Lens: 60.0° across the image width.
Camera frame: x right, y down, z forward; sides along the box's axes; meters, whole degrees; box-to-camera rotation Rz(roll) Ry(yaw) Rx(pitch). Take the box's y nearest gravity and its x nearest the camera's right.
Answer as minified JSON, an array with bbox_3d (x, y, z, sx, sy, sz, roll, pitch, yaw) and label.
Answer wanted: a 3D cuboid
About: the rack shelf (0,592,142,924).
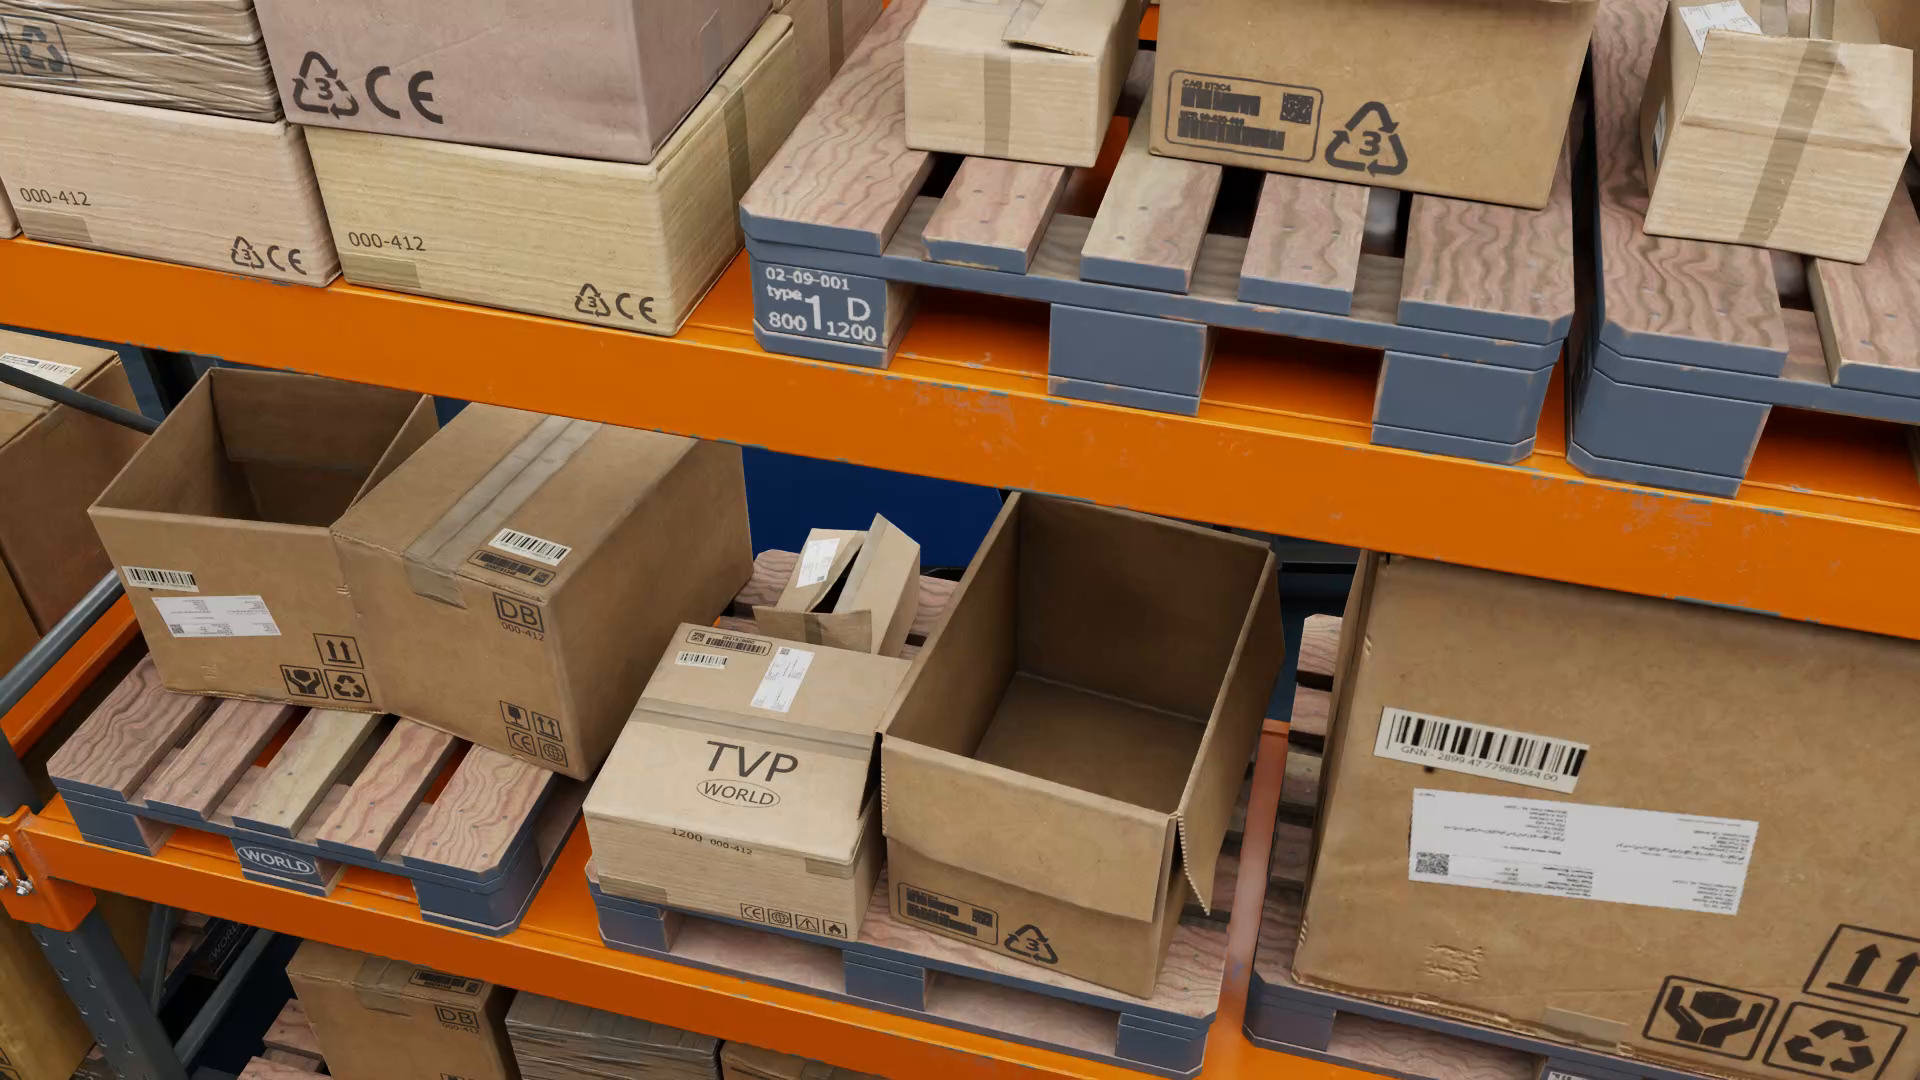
[{"bbox_3d":[-3.865,0.073,4.390,4.000,0.370,1.077,10,41,11],"label":"rack shelf"}]

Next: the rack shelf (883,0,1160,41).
[{"bbox_3d":[1.378,-2.327,7.247,4.000,0.370,1.077,10,41,11],"label":"rack shelf"}]

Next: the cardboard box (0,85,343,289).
[{"bbox_3d":[-1.049,-0.639,2.463,0.500,0.250,0.500,11,41,12],"label":"cardboard box"}]

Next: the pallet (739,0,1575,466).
[{"bbox_3d":[0.359,-0.621,2.471,1.003,0.211,1.213,10,41,11],"label":"pallet"}]

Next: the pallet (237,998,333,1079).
[{"bbox_3d":[-1.179,1.329,4.504,1.213,0.211,1.003,10,41,11],"label":"pallet"}]

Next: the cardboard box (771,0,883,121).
[{"bbox_3d":[-0.444,-0.875,2.744,0.500,0.250,0.500,11,41,13],"label":"cardboard box"}]

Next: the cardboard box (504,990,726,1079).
[{"bbox_3d":[-0.742,1.102,4.207,0.500,0.500,0.700,7,40,8],"label":"cardboard box"}]

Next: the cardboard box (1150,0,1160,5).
[{"bbox_3d":[0.789,-2.564,6.892,0.500,0.500,0.500,10,41,11],"label":"cardboard box"}]

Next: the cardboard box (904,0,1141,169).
[{"bbox_3d":[0.094,-0.674,2.243,0.250,0.166,0.380,9,41,10],"label":"cardboard box"}]

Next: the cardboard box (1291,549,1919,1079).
[{"bbox_3d":[1.199,0.186,2.904,1.000,1.000,1.000,10,41,12],"label":"cardboard box"}]

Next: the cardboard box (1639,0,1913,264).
[{"bbox_3d":[0.997,-0.557,2.026,0.258,0.266,0.396,11,41,13],"label":"cardboard box"}]

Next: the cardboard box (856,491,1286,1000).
[{"bbox_3d":[0.232,0.364,3.077,0.637,0.503,0.797,14,42,16],"label":"cardboard box"}]

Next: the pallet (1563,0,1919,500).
[{"bbox_3d":[1.362,-0.450,2.268,1.003,0.211,1.213,10,41,11],"label":"pallet"}]

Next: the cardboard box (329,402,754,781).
[{"bbox_3d":[-0.836,0.027,3.482,0.500,0.500,0.700,16,42,18],"label":"cardboard box"}]

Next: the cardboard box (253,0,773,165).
[{"bbox_3d":[-0.569,-0.844,2.124,0.500,0.500,0.500,9,41,10],"label":"cardboard box"}]

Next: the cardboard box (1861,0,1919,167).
[{"bbox_3d":[1.502,-0.694,2.004,0.637,0.503,0.797,8,41,9],"label":"cardboard box"}]

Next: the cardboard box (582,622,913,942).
[{"bbox_3d":[-0.374,0.448,3.174,0.500,0.250,0.500,9,41,10],"label":"cardboard box"}]

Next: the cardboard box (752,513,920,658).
[{"bbox_3d":[-0.253,0.130,3.540,0.258,0.266,0.396,9,41,10],"label":"cardboard box"}]

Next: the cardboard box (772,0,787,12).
[{"bbox_3d":[-0.435,-1.154,2.493,0.500,0.500,0.500,10,41,12],"label":"cardboard box"}]

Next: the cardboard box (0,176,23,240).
[{"bbox_3d":[-1.545,-0.725,2.565,0.500,0.250,0.500,10,41,12],"label":"cardboard box"}]

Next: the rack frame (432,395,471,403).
[{"bbox_3d":[-1.980,-0.840,6.084,0.032,1.500,0.500,9,41,11],"label":"rack frame"}]

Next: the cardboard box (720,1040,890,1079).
[{"bbox_3d":[-0.192,1.192,4.100,0.500,0.500,0.700,13,42,15],"label":"cardboard box"}]

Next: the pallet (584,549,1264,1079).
[{"bbox_3d":[-0.011,0.507,3.463,1.213,0.211,1.003,10,41,11],"label":"pallet"}]

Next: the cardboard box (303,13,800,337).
[{"bbox_3d":[-0.550,-0.560,2.368,0.500,0.250,0.500,11,41,12],"label":"cardboard box"}]

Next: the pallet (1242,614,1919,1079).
[{"bbox_3d":[1.230,0.651,3.291,1.213,0.211,1.003,10,41,11],"label":"pallet"}]

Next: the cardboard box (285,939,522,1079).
[{"bbox_3d":[-1.281,1.018,4.307,0.500,0.500,0.700,8,41,9],"label":"cardboard box"}]

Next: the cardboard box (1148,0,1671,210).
[{"bbox_3d":[0.592,-0.850,2.190,0.637,0.503,0.797,11,41,13],"label":"cardboard box"}]

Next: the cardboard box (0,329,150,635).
[{"bbox_3d":[-2.333,-0.158,4.028,0.500,0.500,0.500,11,41,13],"label":"cardboard box"}]

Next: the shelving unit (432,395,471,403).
[{"bbox_3d":[-1.487,-0.760,5.989,1.048,1.500,0.538,9,41,11],"label":"shelving unit"}]

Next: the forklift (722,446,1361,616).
[{"bbox_3d":[0.624,-1.109,5.291,3.031,2.935,1.130,1,40,1],"label":"forklift"}]

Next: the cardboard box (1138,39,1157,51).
[{"bbox_3d":[0.857,-1.933,7.643,0.750,0.750,1.050,10,41,12],"label":"cardboard box"}]

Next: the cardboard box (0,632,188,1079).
[{"bbox_3d":[-2.595,0.655,4.463,0.875,0.875,1.225,8,41,9],"label":"cardboard box"}]

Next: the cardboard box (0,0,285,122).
[{"bbox_3d":[-1.057,-0.924,2.219,0.500,0.500,0.500,10,41,12],"label":"cardboard box"}]

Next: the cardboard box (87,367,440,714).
[{"bbox_3d":[-1.401,-0.004,3.518,0.500,0.500,0.500,5,40,6],"label":"cardboard box"}]

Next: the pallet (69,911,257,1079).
[{"bbox_3d":[-2.676,1.020,4.871,1.213,0.211,1.003,10,41,11],"label":"pallet"}]

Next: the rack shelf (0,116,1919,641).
[{"bbox_3d":[-0.001,-0.411,2.633,4.000,0.370,1.077,10,41,11],"label":"rack shelf"}]

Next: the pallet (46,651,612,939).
[{"bbox_3d":[-1.217,0.256,3.762,1.003,0.211,1.213,10,41,11],"label":"pallet"}]

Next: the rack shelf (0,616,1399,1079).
[{"bbox_3d":[-0.001,0.738,3.598,4.000,0.370,1.077,10,41,11],"label":"rack shelf"}]

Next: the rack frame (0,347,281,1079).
[{"bbox_3d":[-1.933,0.130,3.763,0.127,3.000,1.000,10,41,11],"label":"rack frame"}]

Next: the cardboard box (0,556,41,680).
[{"bbox_3d":[-2.474,0.164,3.645,0.500,0.500,0.500,11,41,13],"label":"cardboard box"}]
